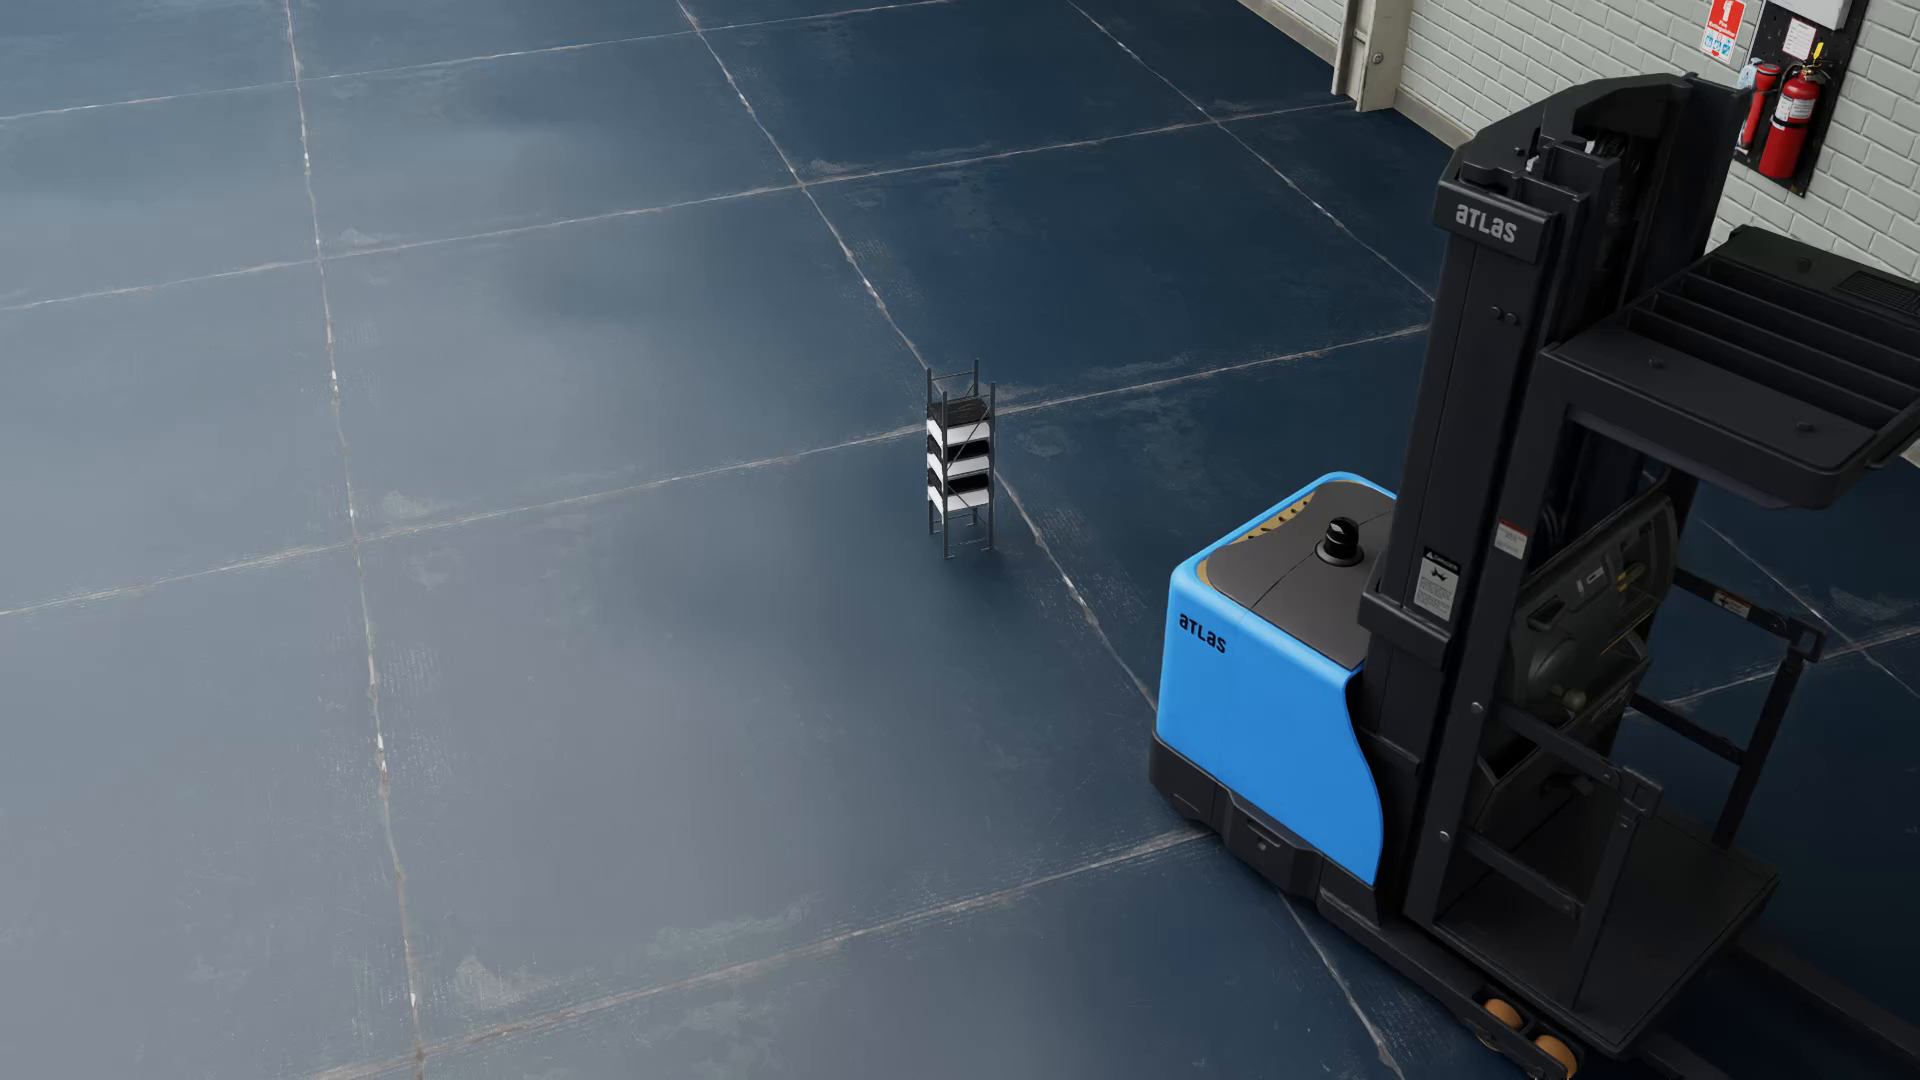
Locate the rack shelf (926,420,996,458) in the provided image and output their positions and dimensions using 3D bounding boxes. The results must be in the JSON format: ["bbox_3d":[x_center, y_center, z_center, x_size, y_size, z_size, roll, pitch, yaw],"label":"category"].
[{"bbox_3d":[0.003,-0.472,7.385,0.258,0.077,0.200,-12,39,-16],"label":"rack shelf"}]

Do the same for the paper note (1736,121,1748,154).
[{"bbox_3d":[4.157,-2.145,8.837,0.016,0.148,0.142,-12,39,-16],"label":"paper note"}]

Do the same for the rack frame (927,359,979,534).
[{"bbox_3d":[-0.032,-0.412,7.549,0.240,0.900,0.006,-12,39,-16],"label":"rack frame"}]

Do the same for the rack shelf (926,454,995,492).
[{"bbox_3d":[0.003,-0.328,7.493,0.258,0.077,0.200,-12,39,-16],"label":"rack shelf"}]

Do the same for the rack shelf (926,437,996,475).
[{"bbox_3d":[0.003,-0.400,7.439,0.258,0.077,0.200,-12,39,-16],"label":"rack shelf"}]

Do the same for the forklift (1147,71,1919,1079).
[{"bbox_3d":[2.087,0.253,4.978,1.130,2.935,3.031,-29,46,-32],"label":"forklift"}]

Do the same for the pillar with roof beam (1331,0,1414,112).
[{"bbox_3d":[-1.140,-5.873,8.068,9.100,9.000,0.400,-12,39,-16],"label":"pillar with roof beam"}]

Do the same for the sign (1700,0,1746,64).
[{"bbox_3d":[4.059,-2.731,8.852,0.001,0.329,0.234,-12,39,-16],"label":"sign"}]

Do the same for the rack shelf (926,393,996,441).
[{"bbox_3d":[0.003,-0.544,7.331,0.258,0.077,0.200,-12,39,-16],"label":"rack shelf"}]

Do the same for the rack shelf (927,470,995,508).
[{"bbox_3d":[0.003,-0.256,7.547,0.258,0.077,0.200,-12,39,-16],"label":"rack shelf"}]

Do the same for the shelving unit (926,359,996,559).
[{"bbox_3d":[0.003,-0.355,7.473,0.258,0.900,0.210,-12,39,-16],"label":"shelving unit"}]

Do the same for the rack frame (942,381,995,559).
[{"bbox_3d":[0.038,-0.297,7.397,0.240,0.900,0.006,-12,39,-16],"label":"rack frame"}]

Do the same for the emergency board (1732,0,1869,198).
[{"bbox_3d":[4.153,-2.383,8.420,0.194,1.169,0.643,-12,39,-16],"label":"emergency board"}]

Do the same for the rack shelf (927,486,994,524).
[{"bbox_3d":[0.003,-0.184,7.602,0.258,0.077,0.200,-12,39,-16],"label":"rack shelf"}]
